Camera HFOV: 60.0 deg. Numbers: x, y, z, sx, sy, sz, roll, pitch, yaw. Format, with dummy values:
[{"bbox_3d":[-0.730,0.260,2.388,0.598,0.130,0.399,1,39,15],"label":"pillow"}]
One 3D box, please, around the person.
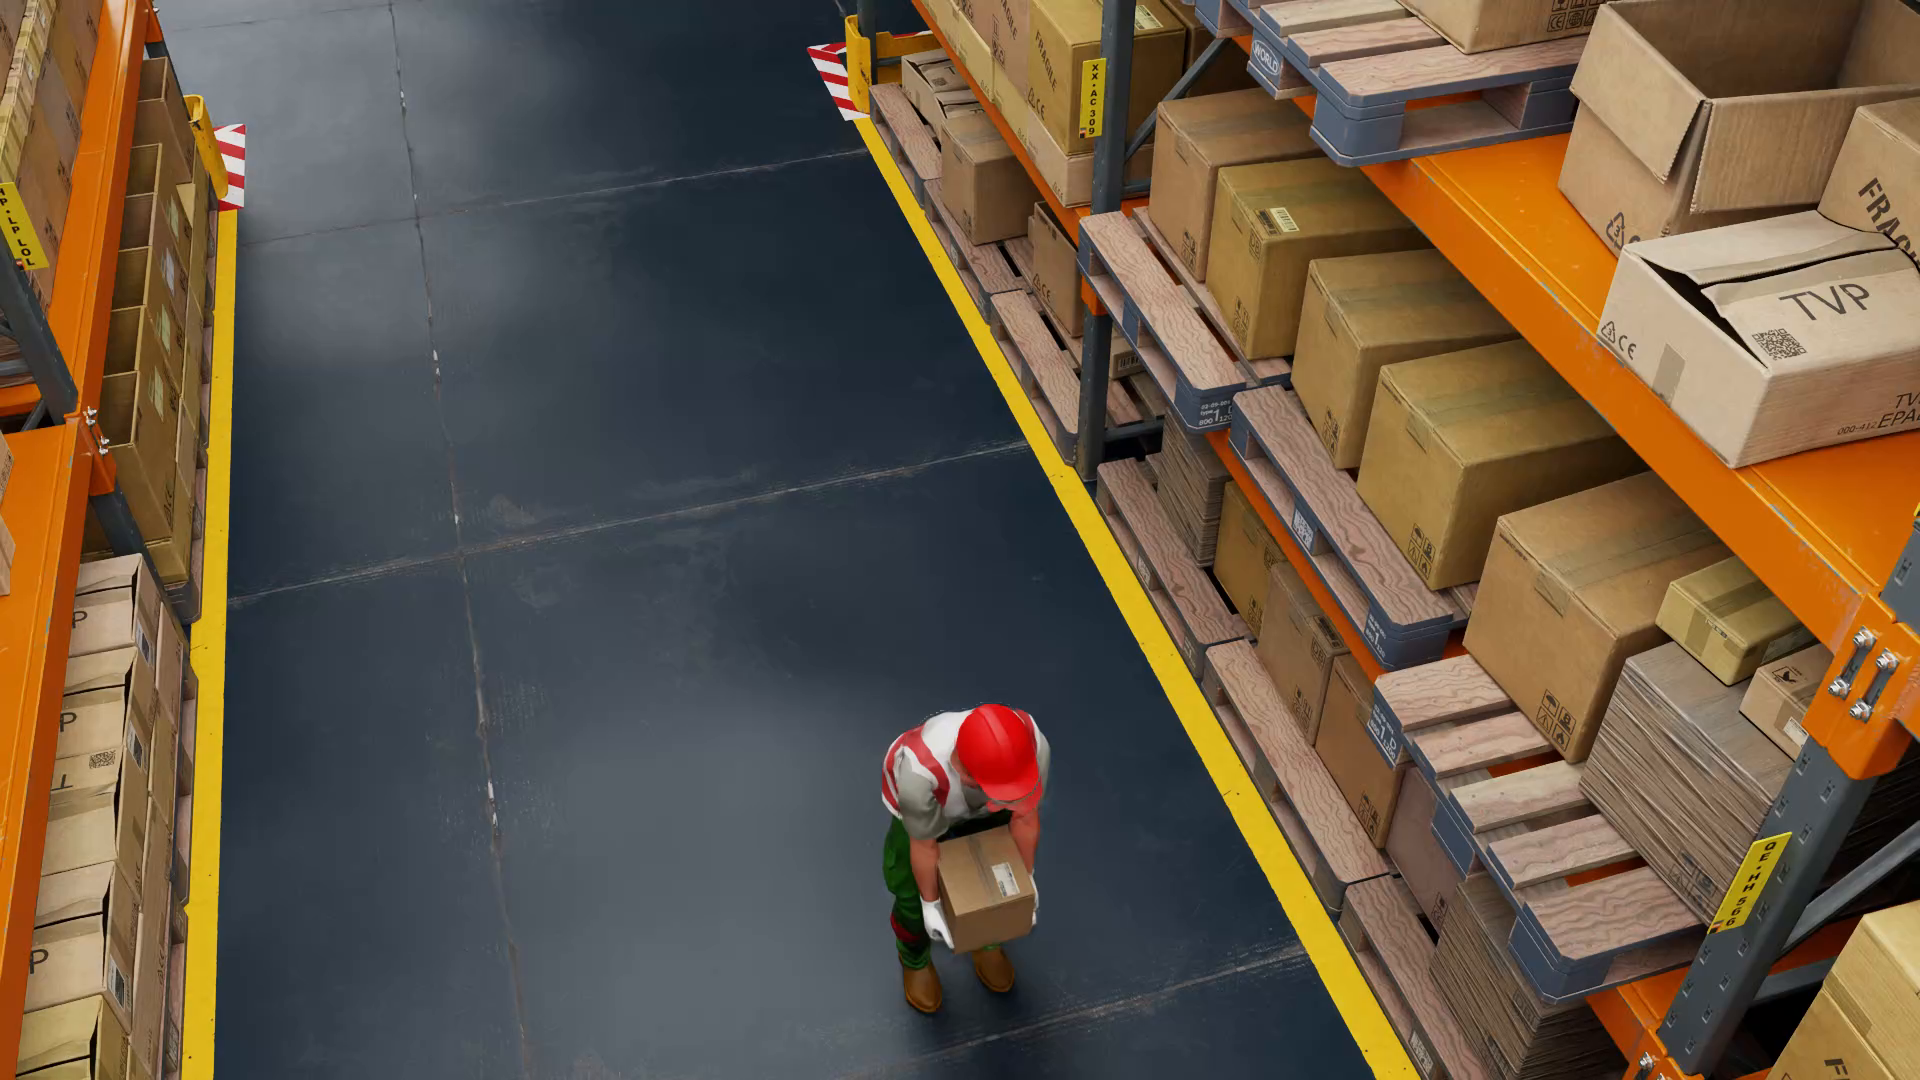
[{"bbox_3d":[0.025,0.964,5.164,0.482,1.654,0.715,-13,43,-14],"label":"person"}]
